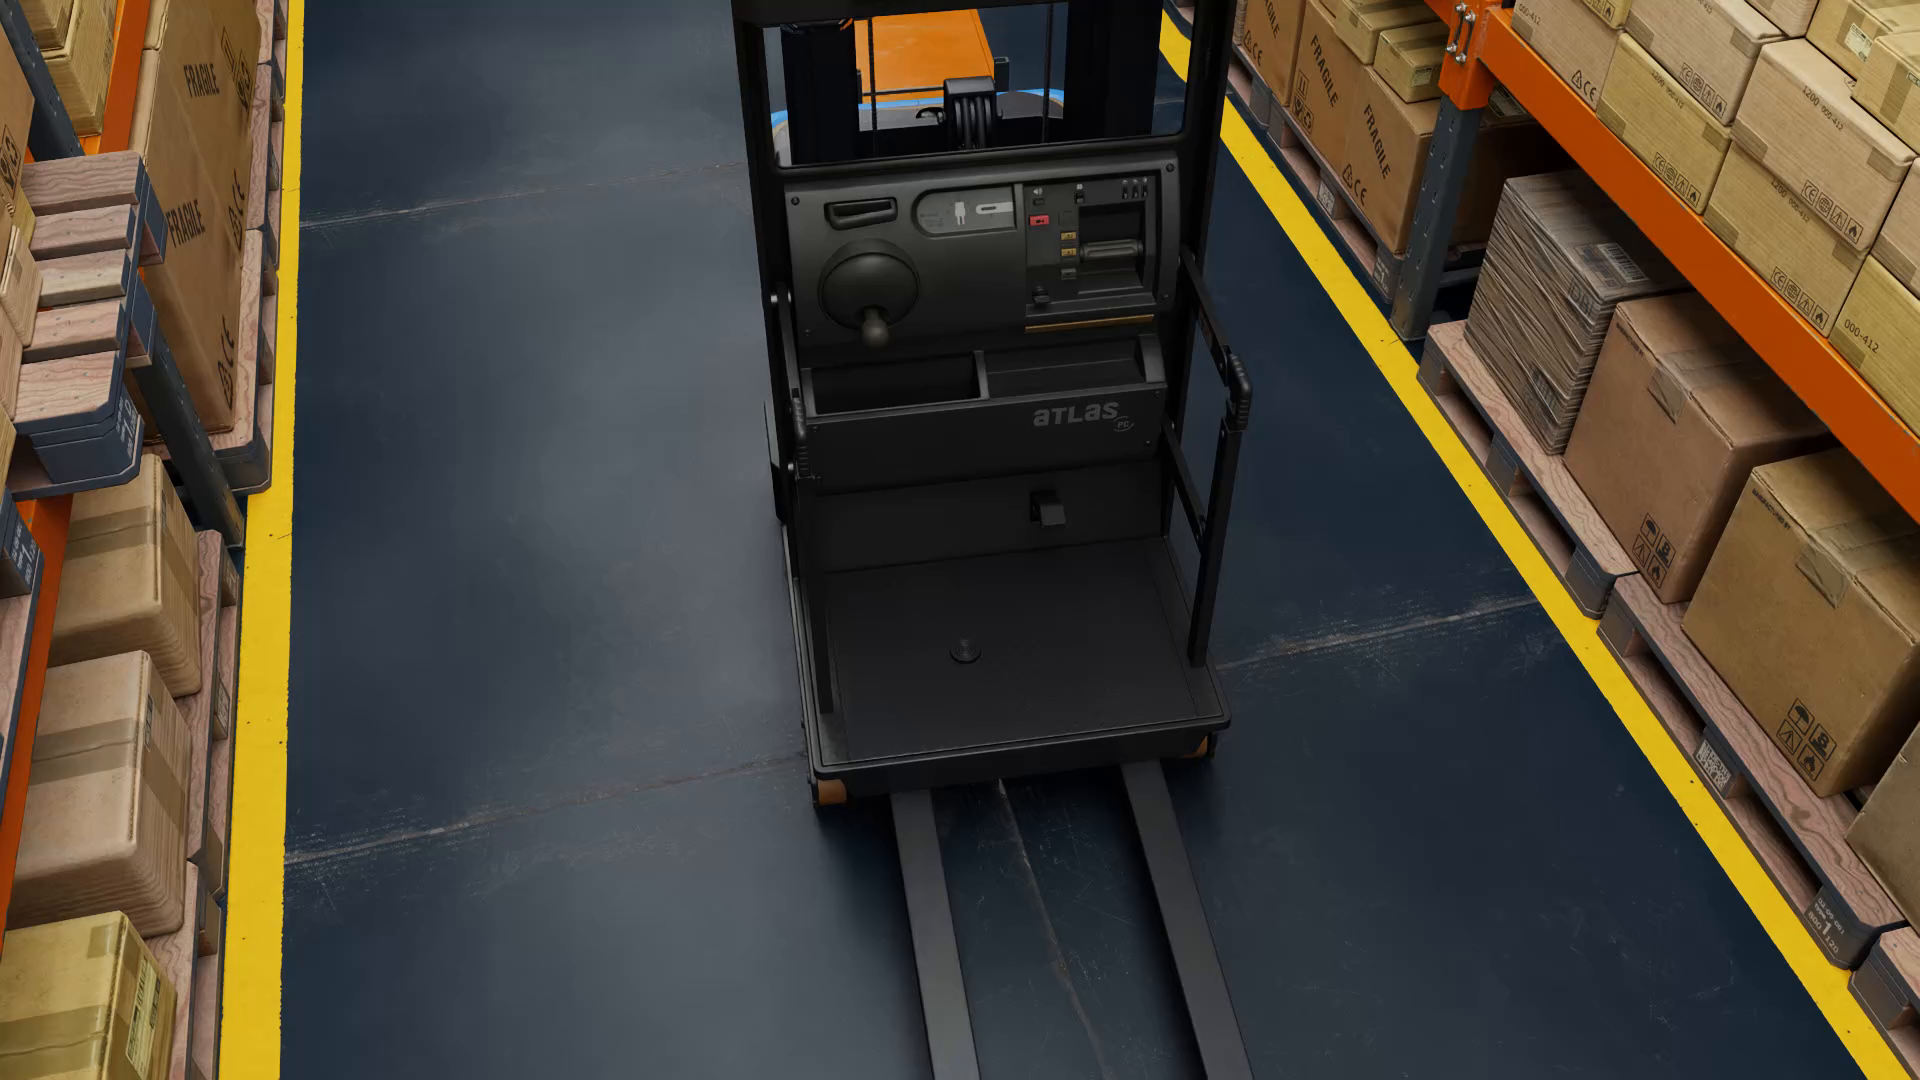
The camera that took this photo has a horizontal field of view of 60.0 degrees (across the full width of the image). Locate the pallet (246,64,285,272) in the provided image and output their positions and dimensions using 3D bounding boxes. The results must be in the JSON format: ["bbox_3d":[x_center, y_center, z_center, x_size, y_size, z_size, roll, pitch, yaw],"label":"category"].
[{"bbox_3d":[-3.186,-1.396,6.471,1.003,0.211,1.213,-11,47,-10],"label":"pallet"}]

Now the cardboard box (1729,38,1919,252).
[{"bbox_3d":[2.170,-0.945,3.830,0.500,0.250,0.500,-12,47,-11],"label":"cardboard box"}]

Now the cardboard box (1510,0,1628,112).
[{"bbox_3d":[1.927,-1.480,4.705,0.500,0.250,0.500,-11,47,-10],"label":"cardboard box"}]

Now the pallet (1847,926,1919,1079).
[{"bbox_3d":[2.847,1.352,3.777,1.003,0.211,1.213,-11,47,-10],"label":"pallet"}]

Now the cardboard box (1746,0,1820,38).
[{"bbox_3d":[2.086,-1.337,3.936,0.380,0.149,0.250,-10,46,-10],"label":"cardboard box"}]

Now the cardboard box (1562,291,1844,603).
[{"bbox_3d":[2.371,-0.317,4.829,0.875,0.625,0.625,-9,46,-9],"label":"cardboard box"}]

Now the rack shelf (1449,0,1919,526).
[{"bbox_3d":[2.561,-0.251,3.899,1.077,0.370,4.000,-11,47,-10],"label":"rack shelf"}]

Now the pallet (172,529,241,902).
[{"bbox_3d":[-2.549,0.542,4.571,1.003,0.211,1.213,-11,47,-10],"label":"pallet"}]

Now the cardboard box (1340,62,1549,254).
[{"bbox_3d":[1.733,-1.408,5.986,0.500,0.500,0.500,-9,46,-9],"label":"cardboard box"}]

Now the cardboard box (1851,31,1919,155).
[{"bbox_3d":[2.187,-0.983,3.589,0.380,0.149,0.250,-10,46,-9],"label":"cardboard box"}]

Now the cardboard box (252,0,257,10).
[{"bbox_3d":[-3.536,-2.725,7.014,0.875,0.875,0.875,-9,46,-9],"label":"cardboard box"}]

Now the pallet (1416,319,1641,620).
[{"bbox_3d":[2.222,-0.332,5.428,1.003,0.211,1.213,-11,47,-10],"label":"pallet"}]

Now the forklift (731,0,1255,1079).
[{"bbox_3d":[0.097,-0.586,3.772,1.130,2.935,3.031,-6,46,-6],"label":"forklift"}]

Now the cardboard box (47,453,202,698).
[{"bbox_3d":[-2.613,0.191,4.508,0.950,0.372,0.625,-14,47,-13],"label":"cardboard box"}]

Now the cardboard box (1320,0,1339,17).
[{"bbox_3d":[1.554,-2.050,6.161,0.380,0.149,0.250,-12,47,-12],"label":"cardboard box"}]

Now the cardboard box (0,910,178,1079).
[{"bbox_3d":[-2.228,1.224,3.496,0.950,0.372,0.625,-9,46,-9],"label":"cardboard box"}]

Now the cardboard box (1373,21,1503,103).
[{"bbox_3d":[1.678,-1.677,5.796,0.380,0.149,0.250,-13,47,-12],"label":"cardboard box"}]

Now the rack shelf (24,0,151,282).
[{"bbox_3d":[-3.260,-2.103,5.714,1.077,0.370,4.000,-11,47,-10],"label":"rack shelf"}]

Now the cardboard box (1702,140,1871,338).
[{"bbox_3d":[2.189,-0.778,4.017,0.500,0.250,0.500,-12,47,-12],"label":"cardboard box"}]

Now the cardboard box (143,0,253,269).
[{"bbox_3d":[-3.069,-1.485,5.799,0.875,0.875,0.875,-10,46,-10],"label":"cardboard box"}]

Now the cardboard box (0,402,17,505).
[{"bbox_3d":[-2.049,-0.149,3.178,0.380,0.149,0.250,-10,46,-10],"label":"cardboard box"}]

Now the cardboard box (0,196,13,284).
[{"bbox_3d":[-2.220,-0.642,3.206,0.500,0.500,0.500,-11,47,-11],"label":"cardboard box"}]

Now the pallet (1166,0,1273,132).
[{"bbox_3d":[1.586,-2.271,7.328,1.003,0.211,1.213,-11,47,-10],"label":"pallet"}]

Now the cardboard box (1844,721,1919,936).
[{"bbox_3d":[2.738,0.667,3.865,0.875,0.625,0.625,-11,47,-11],"label":"cardboard box"}]

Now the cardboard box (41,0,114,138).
[{"bbox_3d":[-2.630,-1.305,4.534,0.500,0.250,0.500,-11,47,-11],"label":"cardboard box"}]

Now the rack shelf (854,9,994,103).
[{"bbox_3d":[-0.176,-1.628,5.648,0.538,0.278,1.000,-6,46,-6],"label":"rack shelf"}]

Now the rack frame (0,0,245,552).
[{"bbox_3d":[-2.748,-0.974,4.104,1.000,3.000,0.127,-11,47,-10],"label":"rack frame"}]

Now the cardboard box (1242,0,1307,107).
[{"bbox_3d":[1.479,-2.117,6.680,0.500,0.500,0.500,-9,46,-9],"label":"cardboard box"}]

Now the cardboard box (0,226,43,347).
[{"bbox_3d":[-2.190,-0.512,3.533,0.380,0.149,0.250,-11,47,-11],"label":"cardboard box"}]

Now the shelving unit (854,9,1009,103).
[{"bbox_3d":[-0.176,-1.423,5.857,0.538,1.125,1.048,-6,46,-6],"label":"shelving unit"}]

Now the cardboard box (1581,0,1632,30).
[{"bbox_3d":[1.903,-1.651,4.522,0.500,0.250,0.500,-11,47,-10],"label":"cardboard box"}]

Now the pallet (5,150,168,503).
[{"bbox_3d":[-2.462,-0.434,3.709,1.213,0.211,1.003,-11,47,-10],"label":"pallet"}]
